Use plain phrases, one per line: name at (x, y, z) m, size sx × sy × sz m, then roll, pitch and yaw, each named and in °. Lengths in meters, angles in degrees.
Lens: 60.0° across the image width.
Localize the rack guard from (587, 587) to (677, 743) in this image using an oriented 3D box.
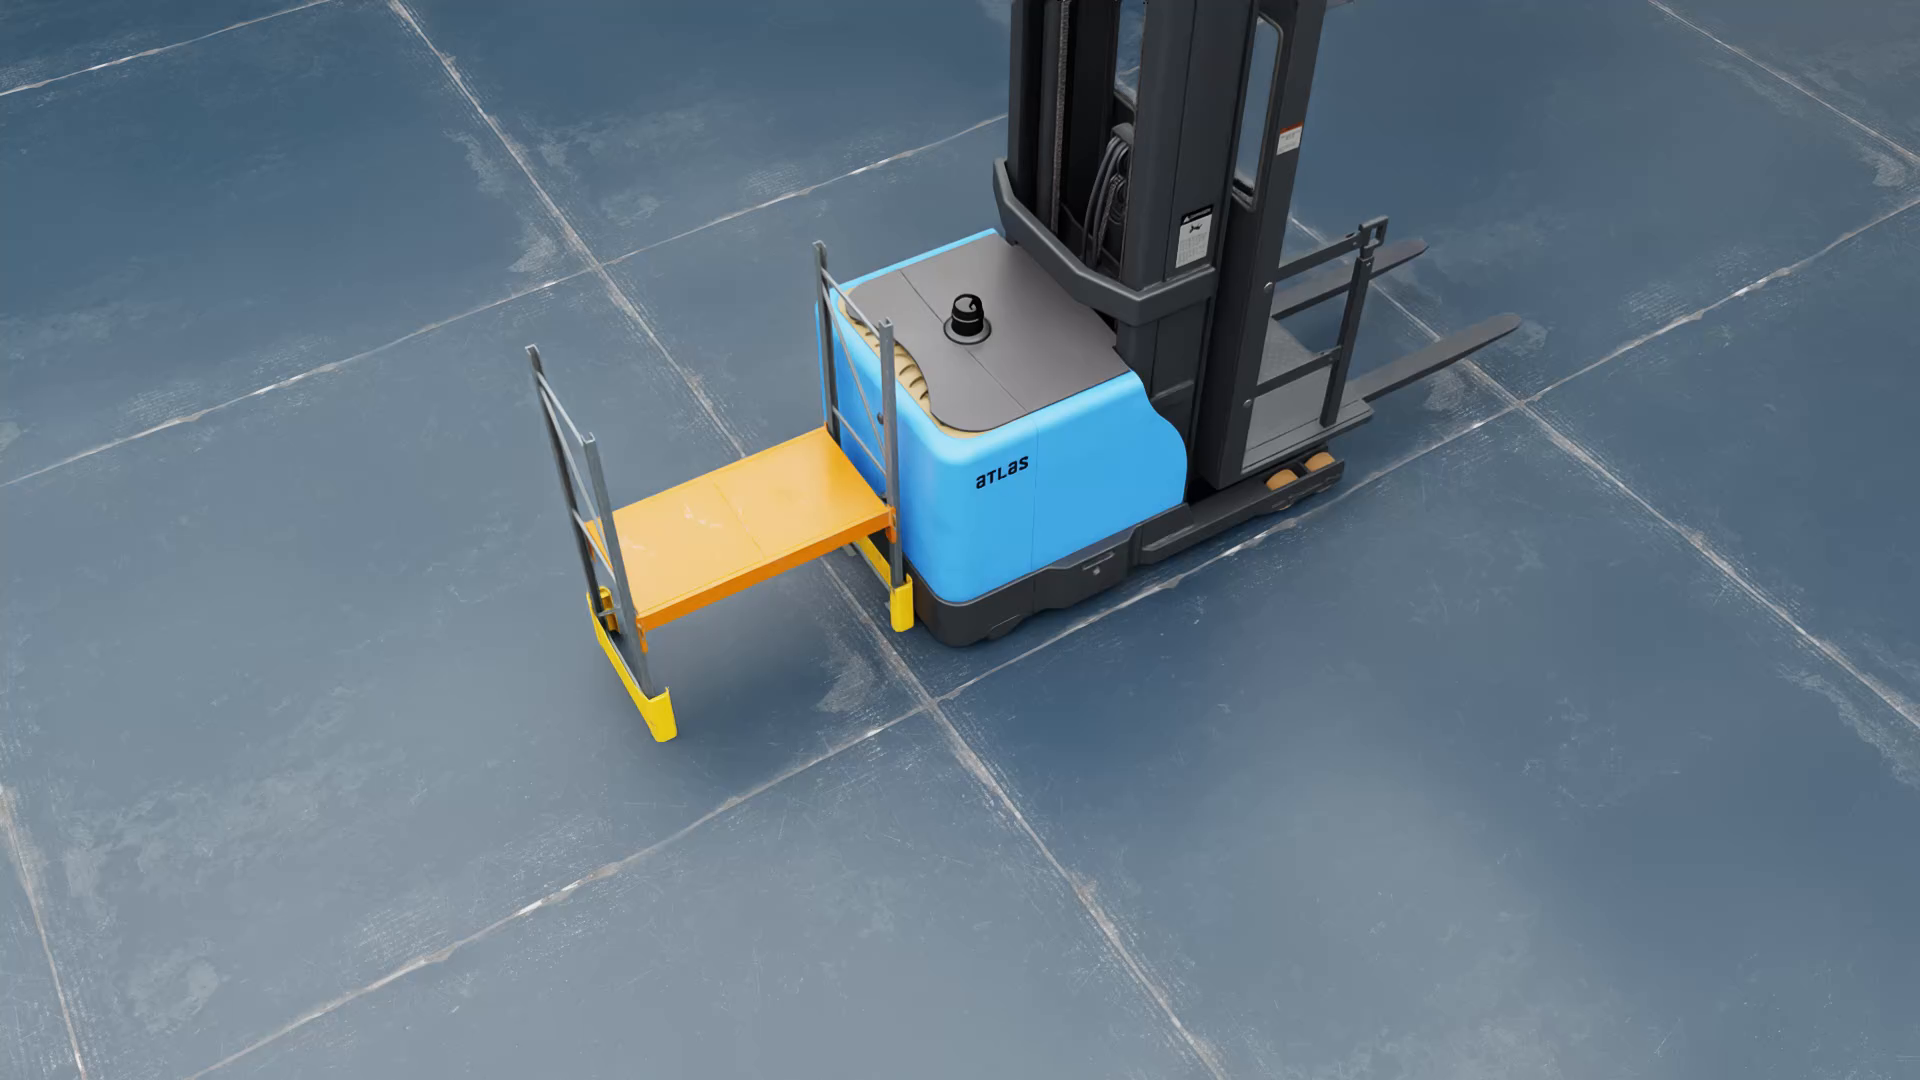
rack guard at (-1.209, 0.455, 6.122) m, size 0.087 × 0.250 × 0.587 m, roll -24°, pitch 53°, yaw -20°

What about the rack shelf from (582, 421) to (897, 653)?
rack shelf at (-0.790, -0.028, 5.957) m, size 1.000 × 0.185 × 0.538 m, roll -24°, pitch 53°, yaw -20°

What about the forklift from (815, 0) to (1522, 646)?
forklift at (0.984, -1.415, 5.993) m, size 3.031 × 2.935 × 1.130 m, roll -24°, pitch 53°, yaw -20°

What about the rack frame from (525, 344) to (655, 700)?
rack frame at (-1.226, 0.047, 5.649) m, size 0.032 × 1.500 × 0.500 m, roll -24°, pitch 53°, yaw -20°

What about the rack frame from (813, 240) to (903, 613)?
rack frame at (-0.354, -0.343, 5.997) m, size 0.032 × 1.500 × 0.500 m, roll -24°, pitch 53°, yaw -20°

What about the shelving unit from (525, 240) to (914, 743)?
shelving unit at (-0.782, -0.151, 5.826) m, size 1.083 × 1.500 × 0.587 m, roll -24°, pitch 53°, yaw -20°

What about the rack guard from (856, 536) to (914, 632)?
rack guard at (-0.355, 0.073, 6.463) m, size 0.087 × 0.250 × 0.587 m, roll -24°, pitch 53°, yaw -20°
